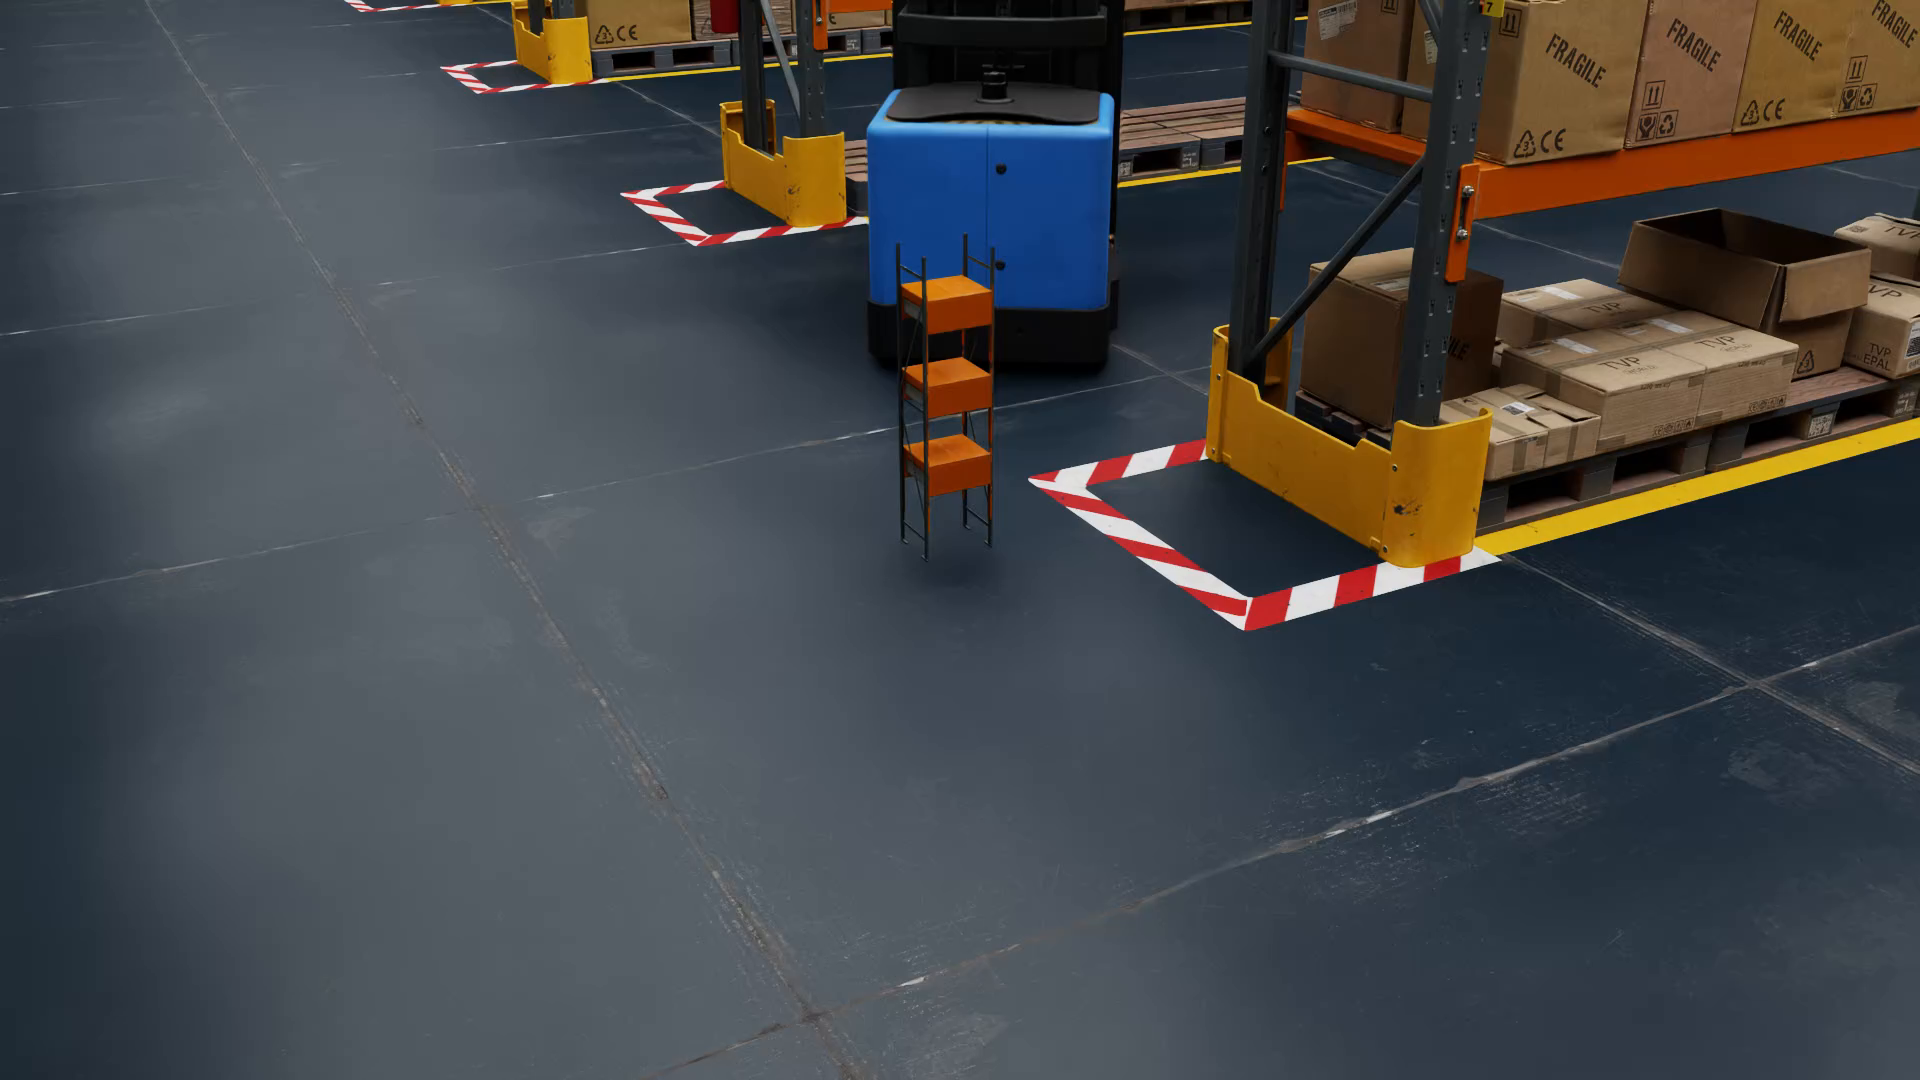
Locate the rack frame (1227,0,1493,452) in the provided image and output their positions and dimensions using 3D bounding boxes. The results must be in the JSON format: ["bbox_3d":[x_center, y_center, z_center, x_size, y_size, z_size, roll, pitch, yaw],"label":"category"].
[{"bbox_3d":[1.286,-1.490,5.389,0.127,3.000,1.000,-13,29,-25],"label":"rack frame"}]

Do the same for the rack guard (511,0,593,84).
[{"bbox_3d":[-3.394,-4.143,13.801,0.348,0.500,1.175,-13,29,-25],"label":"rack guard"}]

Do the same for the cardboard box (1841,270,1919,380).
[{"bbox_3d":[3.784,-0.914,6.787,0.500,0.311,0.500,-13,29,-25],"label":"cardboard box"}]

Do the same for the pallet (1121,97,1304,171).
[{"bbox_3d":[1.857,-2.776,11.288,1.213,0.211,1.003,-13,29,-25],"label":"pallet"}]

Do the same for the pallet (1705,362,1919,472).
[{"bbox_3d":[3.131,-0.658,6.877,1.213,0.211,1.003,-13,29,-25],"label":"pallet"}]

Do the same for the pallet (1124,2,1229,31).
[{"bbox_3d":[1.880,-5.268,16.479,1.213,0.211,1.003,-13,29,-25],"label":"pallet"}]

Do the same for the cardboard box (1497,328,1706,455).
[{"bbox_3d":[2.340,-0.553,6.106,0.500,0.250,0.500,-13,29,-25],"label":"cardboard box"}]

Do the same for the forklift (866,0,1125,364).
[{"bbox_3d":[0.249,-2.683,7.951,1.130,2.935,3.031,2,26,5],"label":"forklift"}]

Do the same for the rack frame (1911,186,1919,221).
[{"bbox_3d":[4.815,-2.305,7.085,0.127,3.000,1.000,-13,29,-25],"label":"rack frame"}]

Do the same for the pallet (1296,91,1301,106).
[{"bbox_3d":[3.188,-3.082,11.925,1.213,0.211,1.003,-13,29,-25],"label":"pallet"}]

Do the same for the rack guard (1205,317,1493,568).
[{"bbox_3d":[1.353,-0.379,5.962,0.348,0.500,1.175,-13,29,-25],"label":"rack guard"}]

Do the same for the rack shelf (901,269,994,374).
[{"bbox_3d":[-0.047,-0.709,5.382,0.240,0.259,0.215,-13,29,-25],"label":"rack shelf"}]

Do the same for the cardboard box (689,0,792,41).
[{"bbox_3d":[-2.042,-4.852,14.360,0.875,0.875,0.875,-13,29,-25],"label":"cardboard box"}]

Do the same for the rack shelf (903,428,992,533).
[{"bbox_3d":[-0.047,-0.202,5.625,0.240,0.259,0.215,-13,29,-25],"label":"rack shelf"}]

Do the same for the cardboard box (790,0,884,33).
[{"bbox_3d":[-1.257,-5.034,14.738,0.875,0.875,0.875,-13,29,-25],"label":"cardboard box"}]

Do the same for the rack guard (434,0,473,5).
[{"bbox_3d":[-5.550,-6.078,17.832,0.348,0.500,1.175,-13,29,-25],"label":"rack guard"}]

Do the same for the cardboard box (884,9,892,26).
[{"bbox_3d":[-0.463,-5.217,15.120,0.875,0.875,0.875,-13,29,-25],"label":"cardboard box"}]

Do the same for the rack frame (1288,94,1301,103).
[{"bbox_3d":[2.488,-4.198,11.027,0.127,3.000,1.000,-13,29,-25],"label":"rack frame"}]

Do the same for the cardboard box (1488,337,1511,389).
[{"bbox_3d":[2.049,-0.664,6.434,0.250,0.166,0.380,-13,29,-25],"label":"cardboard box"}]

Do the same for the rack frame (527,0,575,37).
[{"bbox_3d":[-3.372,-5.275,13.270,0.127,3.000,1.000,-13,29,-25],"label":"rack frame"}]

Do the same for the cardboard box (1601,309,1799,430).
[{"bbox_3d":[2.781,-0.655,6.318,0.500,0.250,0.500,-13,29,-25],"label":"cardboard box"}]

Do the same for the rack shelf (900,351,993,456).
[{"bbox_3d":[-0.047,-0.453,5.505,0.240,0.259,0.215,-13,29,-25],"label":"rack shelf"}]

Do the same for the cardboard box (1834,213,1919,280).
[{"bbox_3d":[4.343,-1.288,7.566,0.500,0.311,0.500,-13,29,-25],"label":"cardboard box"}]

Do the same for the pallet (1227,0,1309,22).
[{"bbox_3d":[2.955,-5.515,16.993,1.213,0.211,1.003,-13,29,-25],"label":"pallet"}]

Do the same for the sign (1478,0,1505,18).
[{"bbox_3d":[1.541,-1.674,4.770,0.005,0.325,0.100,-13,29,-25],"label":"sign"}]

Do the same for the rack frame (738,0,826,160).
[{"bbox_3d":[-1.042,-3.383,9.330,0.127,3.000,1.000,-13,29,-25],"label":"rack frame"}]

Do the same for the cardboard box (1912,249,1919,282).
[{"bbox_3d":[4.446,-1.152,7.064,0.500,0.500,0.500,-13,29,-25],"label":"cardboard box"}]

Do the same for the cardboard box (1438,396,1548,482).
[{"bbox_3d":[1.817,-0.358,5.815,0.250,0.149,0.380,-13,29,-25],"label":"cardboard box"}]

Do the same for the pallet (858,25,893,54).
[{"bbox_3d":[-0.551,-4.707,15.310,1.213,0.211,1.003,-13,29,-25],"label":"pallet"}]

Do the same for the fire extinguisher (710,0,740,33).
[{"bbox_3d":[-1.389,-3.323,9.725,0.183,0.674,0.296,-13,29,-25],"label":"fire extinguisher"}]

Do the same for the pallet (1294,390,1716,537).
[{"bbox_3d":[2.056,-0.411,6.363,1.213,0.211,1.003,-13,29,-25],"label":"pallet"}]

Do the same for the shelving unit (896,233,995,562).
[{"bbox_3d":[-0.047,-0.462,5.500,0.252,1.050,0.215,-13,29,-25],"label":"shelving unit"}]

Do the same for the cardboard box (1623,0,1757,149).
[{"bbox_3d":[2.254,-1.632,5.569,0.500,0.500,0.500,-13,29,-26],"label":"cardboard box"}]

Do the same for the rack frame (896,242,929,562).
[{"bbox_3d":[-0.155,-0.438,5.448,0.008,1.050,0.200,-13,29,-25],"label":"rack frame"}]

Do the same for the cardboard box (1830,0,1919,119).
[{"bbox_3d":[3.140,-1.835,5.990,0.500,0.500,0.500,-13,28,-24],"label":"cardboard box"}]

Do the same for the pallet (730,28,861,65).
[{"bbox_3d":[-1.629,-4.457,14.789,1.213,0.211,1.003,-13,29,-25],"label":"pallet"}]

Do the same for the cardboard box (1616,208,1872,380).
[{"bbox_3d":[3.160,-0.993,6.730,0.637,0.503,0.797,-13,29,-25],"label":"cardboard box"}]

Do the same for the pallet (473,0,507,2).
[{"bbox_3d":[-4.817,-6.100,18.211,1.213,0.211,1.003,-13,29,-25],"label":"pallet"}]

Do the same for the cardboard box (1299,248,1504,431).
[{"bbox_3d":[1.650,-0.767,6.261,0.500,0.500,0.500,-13,29,-25],"label":"cardboard box"}]

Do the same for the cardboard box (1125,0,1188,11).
[{"bbox_3d":[1.500,-5.641,16.003,0.875,0.875,1.225,-14,29,-27],"label":"cardboard box"}]

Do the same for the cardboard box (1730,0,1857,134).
[{"bbox_3d":[2.698,-1.733,5.779,0.500,0.500,0.500,-13,29,-25],"label":"cardboard box"}]

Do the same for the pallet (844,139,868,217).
[{"bbox_3d":[-0.296,-2.279,10.253,1.213,0.211,1.003,-13,29,-25],"label":"pallet"}]

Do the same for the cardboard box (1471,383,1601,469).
[{"bbox_3d":[2.038,-0.416,5.917,0.250,0.166,0.380,-13,29,-25],"label":"cardboard box"}]

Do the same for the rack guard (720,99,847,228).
[{"bbox_3d":[-1.057,-2.246,9.851,0.348,0.500,1.175,-13,29,-25],"label":"rack guard"}]

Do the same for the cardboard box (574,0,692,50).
[{"bbox_3d":[-2.845,-4.667,13.974,0.875,0.875,0.875,-13,29,-25],"label":"cardboard box"}]

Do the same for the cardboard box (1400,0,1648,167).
[{"bbox_3d":[1.801,-1.525,5.346,0.500,0.500,0.500,-12,28,-24],"label":"cardboard box"}]

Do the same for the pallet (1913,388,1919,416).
[{"bbox_3d":[4.209,-0.908,7.399,1.213,0.211,1.003,-13,29,-25],"label":"pallet"}]

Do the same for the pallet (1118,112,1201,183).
[{"bbox_3d":[0.779,-2.526,10.767,1.213,0.211,1.003,-13,29,-25],"label":"pallet"}]

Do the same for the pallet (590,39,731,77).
[{"bbox_3d":[-2.704,-4.210,14.275,1.213,0.211,1.003,-13,29,-25],"label":"pallet"}]

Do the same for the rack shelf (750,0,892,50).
[{"bbox_3d":[0.723,-3.466,10.334,4.000,0.370,1.077,-13,29,-25],"label":"rack shelf"}]

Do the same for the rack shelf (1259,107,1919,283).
[{"bbox_3d":[3.051,-1.573,6.393,4.000,0.370,1.077,-13,29,-25],"label":"rack shelf"}]

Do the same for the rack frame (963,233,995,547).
[{"bbox_3d":[0.060,-0.487,5.552,0.008,1.050,0.200,-13,29,-25],"label":"rack frame"}]

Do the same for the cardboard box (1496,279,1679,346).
[{"bbox_3d":[2.502,-0.836,6.694,0.500,0.250,0.500,-13,29,-25],"label":"cardboard box"}]

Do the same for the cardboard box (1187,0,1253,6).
[{"bbox_3d":[2.278,-5.824,16.385,0.875,0.875,1.225,-13,29,-25],"label":"cardboard box"}]

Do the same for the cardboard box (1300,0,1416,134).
[{"bbox_3d":[1.553,-1.731,5.774,0.500,0.500,0.500,-12,28,-24],"label":"cardboard box"}]
